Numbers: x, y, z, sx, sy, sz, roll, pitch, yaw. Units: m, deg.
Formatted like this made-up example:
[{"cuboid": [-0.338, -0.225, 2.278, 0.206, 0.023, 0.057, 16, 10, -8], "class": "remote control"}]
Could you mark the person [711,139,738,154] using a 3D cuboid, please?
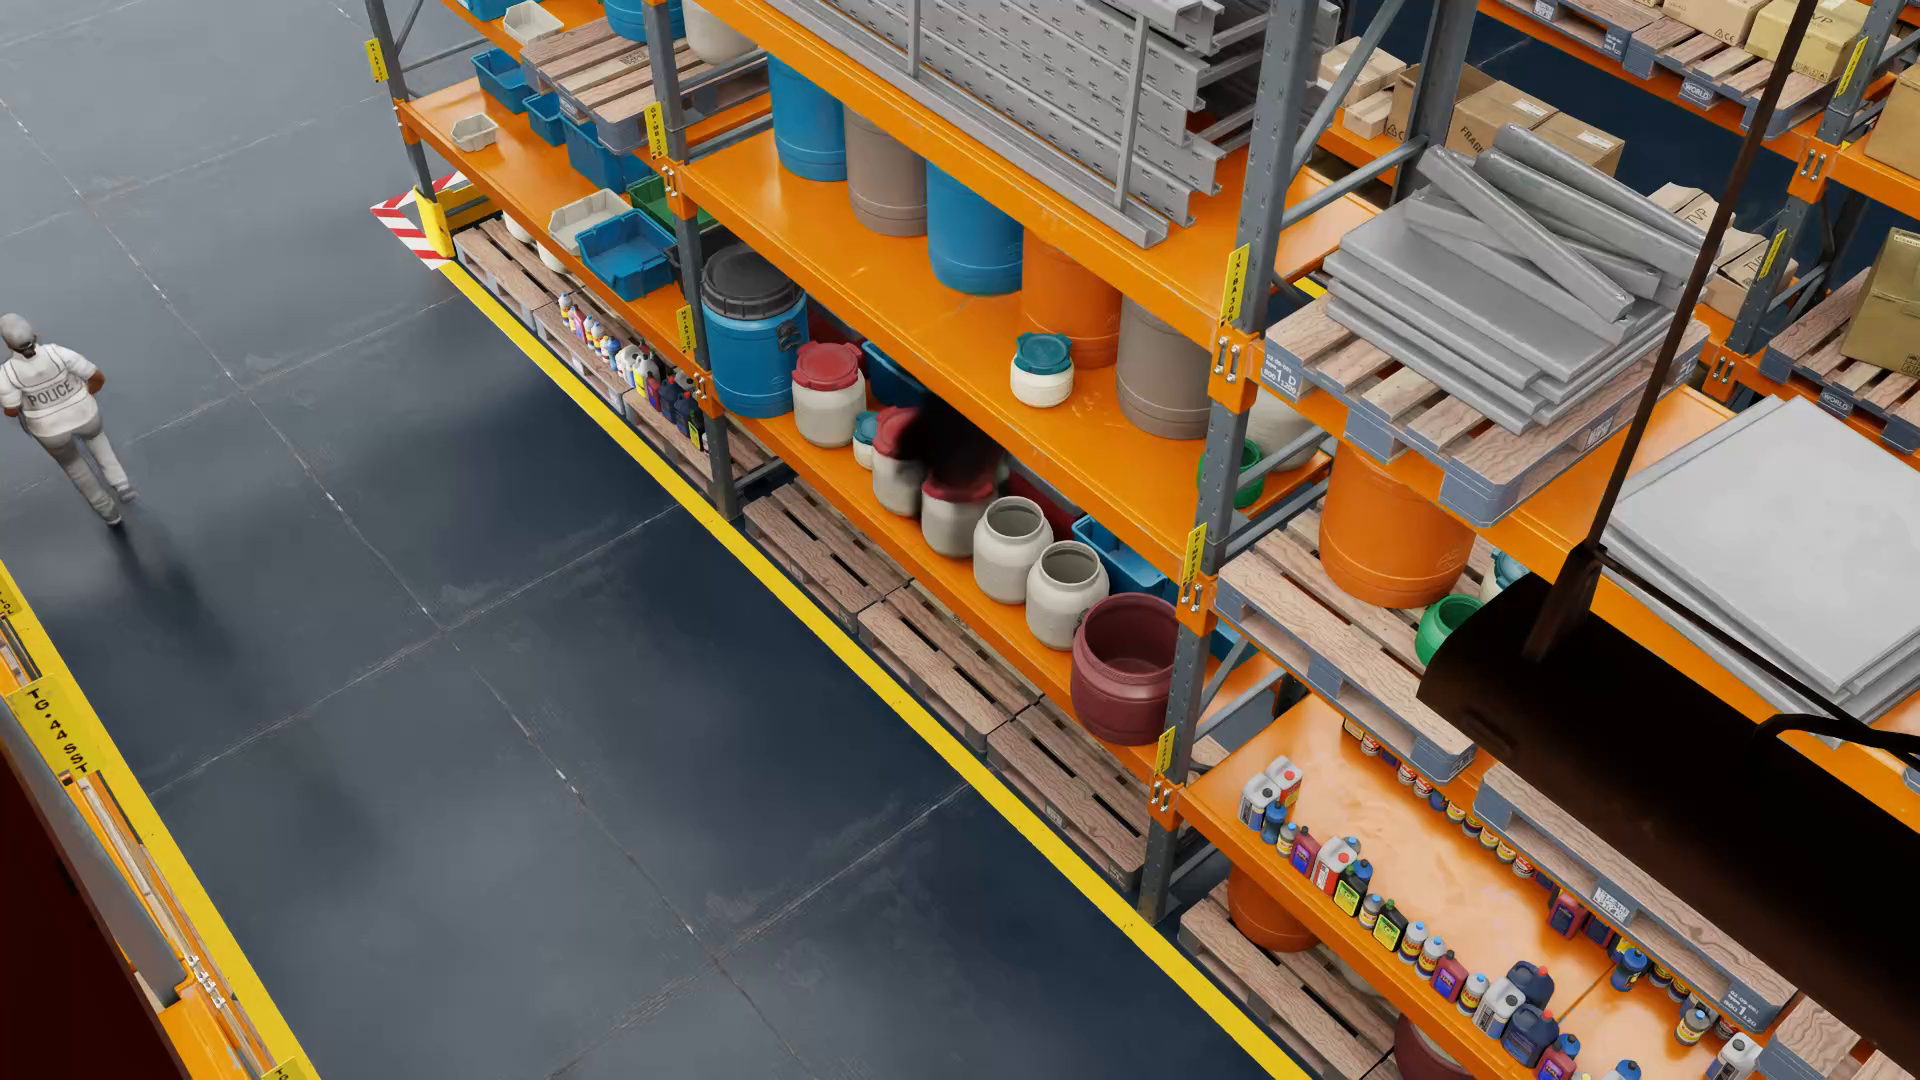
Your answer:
[{"cuboid": [-1.960, -3.498, 13.107, 0.666, 1.754, 0.697, 35, 56, 29], "class": "person"}]

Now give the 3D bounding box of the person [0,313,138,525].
[{"cuboid": [-5.745, -0.817, 10.627, 0.594, 1.623, 0.549, -33, 55, -27], "class": "person"}]
